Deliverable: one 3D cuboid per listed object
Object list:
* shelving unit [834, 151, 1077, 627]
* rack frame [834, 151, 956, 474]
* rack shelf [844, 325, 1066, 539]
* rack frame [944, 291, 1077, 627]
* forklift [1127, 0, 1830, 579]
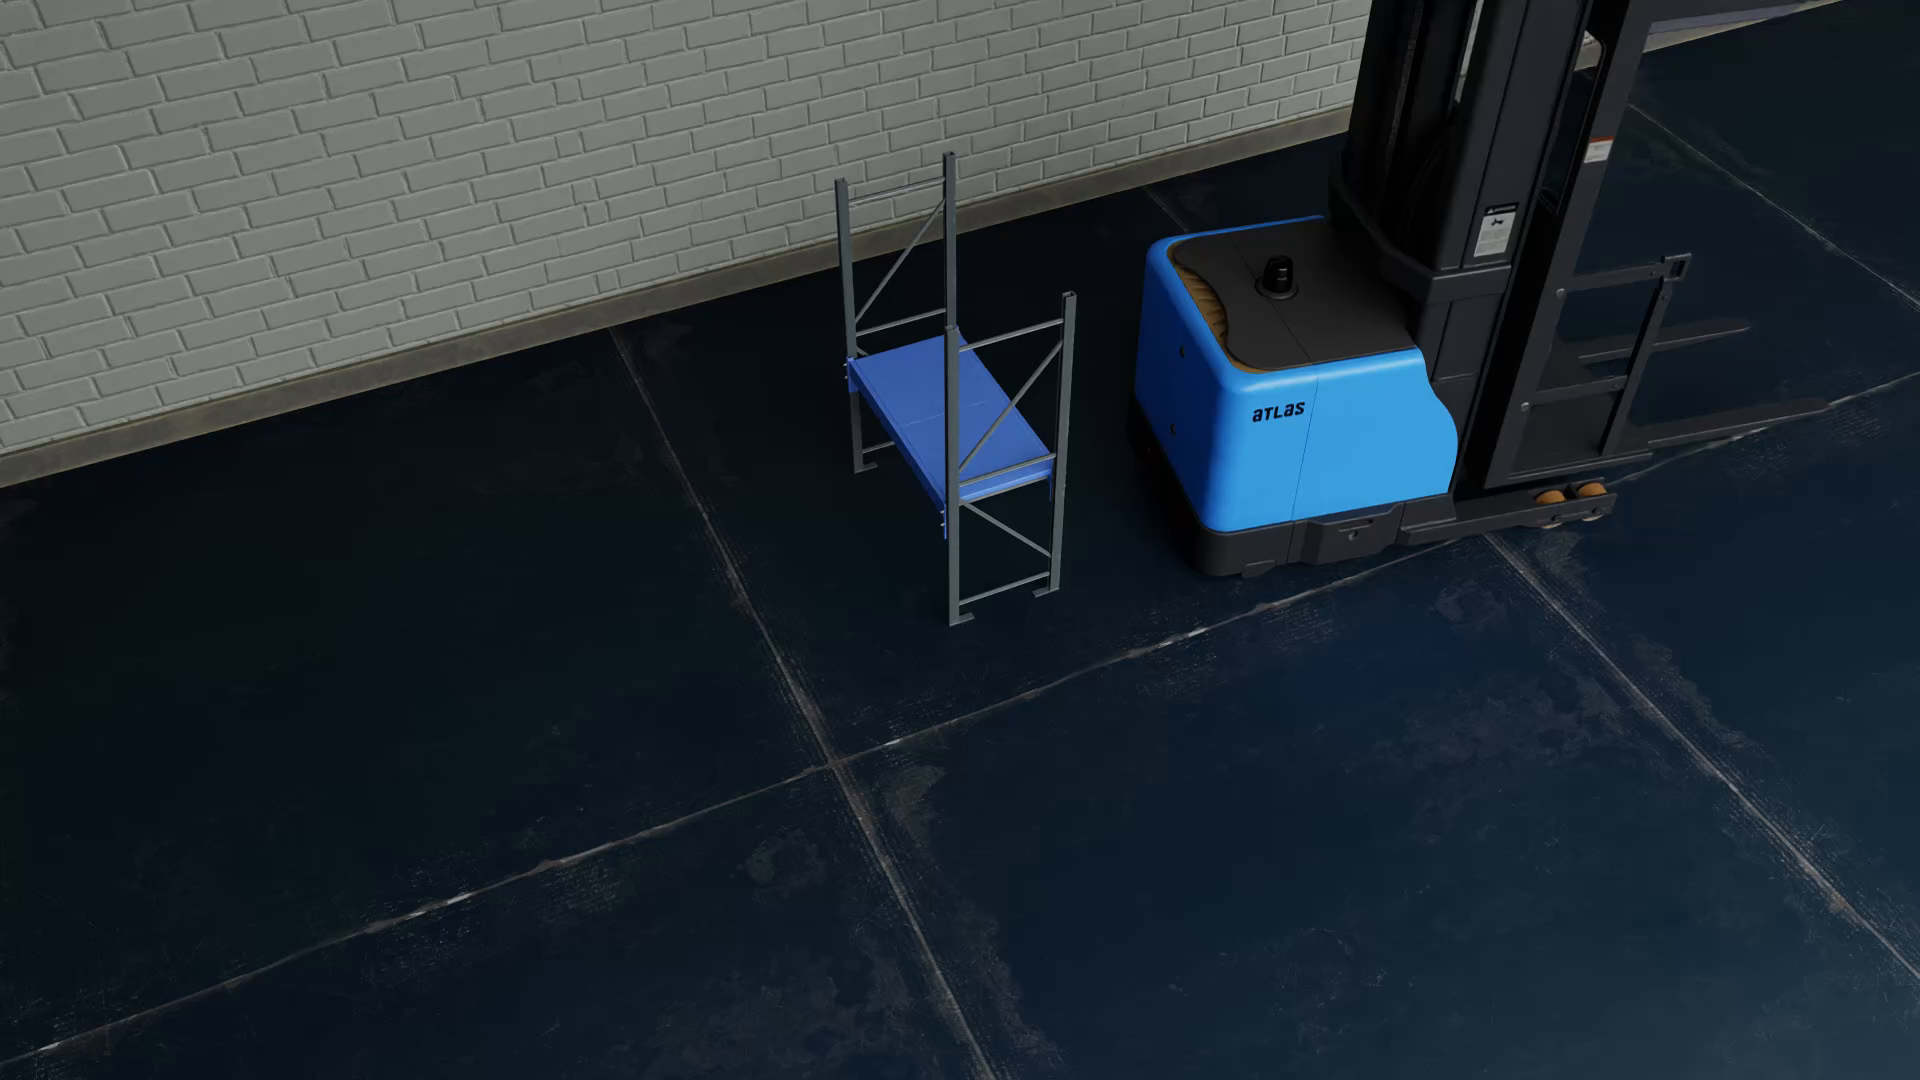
[{"bbox_3d":[-0.036,-0.588,6.647,0.538,1.500,1.048,-18,47,-17],"label":"shelving unit"},{"bbox_3d":[-0.250,-0.912,6.975,0.500,1.500,0.032,-18,47,-17],"label":"rack frame"},{"bbox_3d":[-0.036,-0.460,6.773,0.538,0.185,1.000,-18,47,-17],"label":"rack shelf"},{"bbox_3d":[0.178,-0.264,6.319,0.500,1.500,0.032,-18,47,-17],"label":"rack frame"},{"bbox_3d":[2.328,-1.444,6.495,3.031,2.935,1.130,-10,46,-10],"label":"forklift"}]
